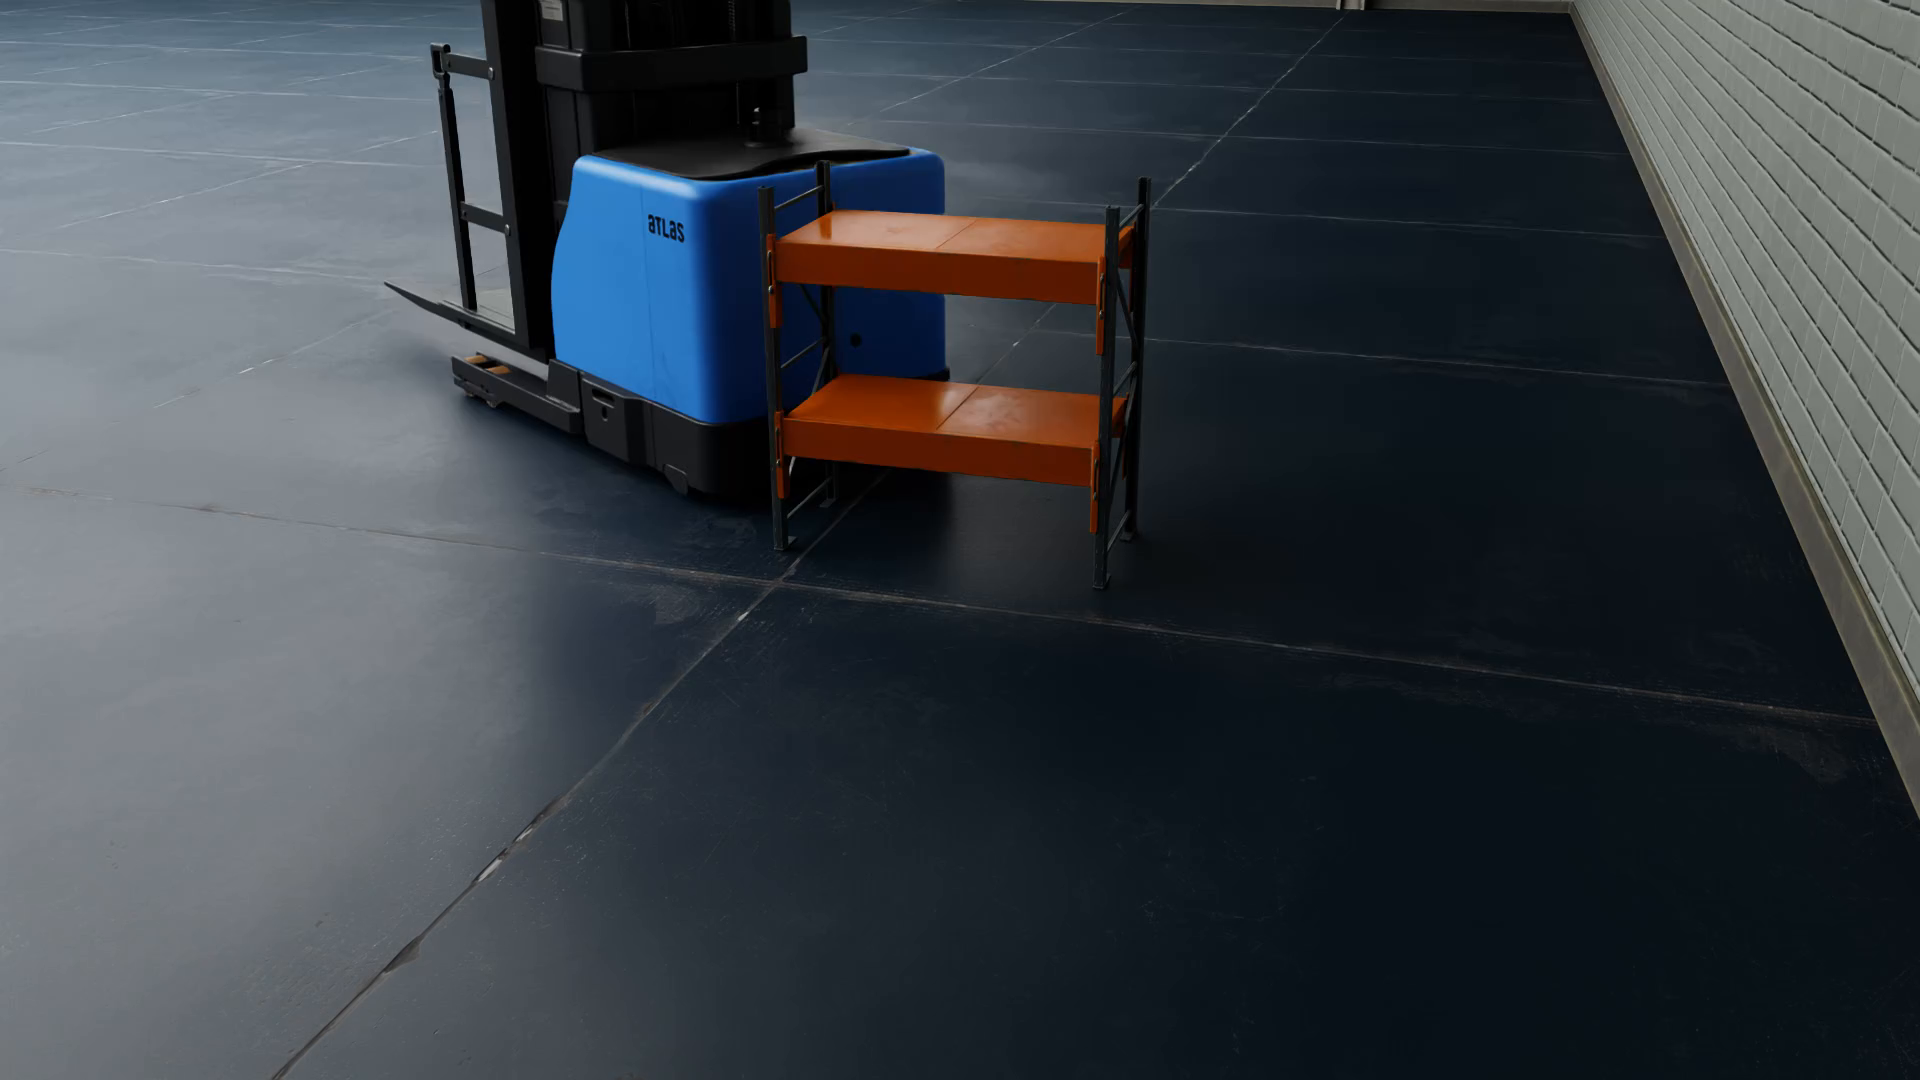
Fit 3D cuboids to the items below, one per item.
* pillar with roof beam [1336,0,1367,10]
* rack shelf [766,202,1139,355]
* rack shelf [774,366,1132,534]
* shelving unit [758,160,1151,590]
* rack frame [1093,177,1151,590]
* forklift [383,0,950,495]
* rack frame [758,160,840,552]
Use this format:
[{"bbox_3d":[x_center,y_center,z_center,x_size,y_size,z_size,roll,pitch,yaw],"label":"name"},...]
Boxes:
[{"bbox_3d":[4.365,-10.217,18.321,0.400,9.000,9.100,7,23,16],"label":"pillar with roof beam"},{"bbox_3d":[-0.006,-0.792,4.947,1.000,0.278,0.538,7,23,16],"label":"rack shelf"},{"bbox_3d":[-0.006,-0.295,5.151,1.000,0.278,0.538,7,23,16],"label":"rack shelf"},{"bbox_3d":[-0.006,-0.521,5.058,1.048,1.125,0.538,7,23,16],"label":"shelving unit"},{"bbox_3d":[0.480,-0.465,4.922,0.032,1.125,0.500,7,23,16],"label":"rack frame"},{"bbox_3d":[-1.382,-1.984,6.245,1.130,2.935,3.031,-18,29,-37],"label":"forklift"},{"bbox_3d":[-0.493,-0.577,5.194,0.032,1.125,0.500,7,23,16],"label":"rack frame"}]
